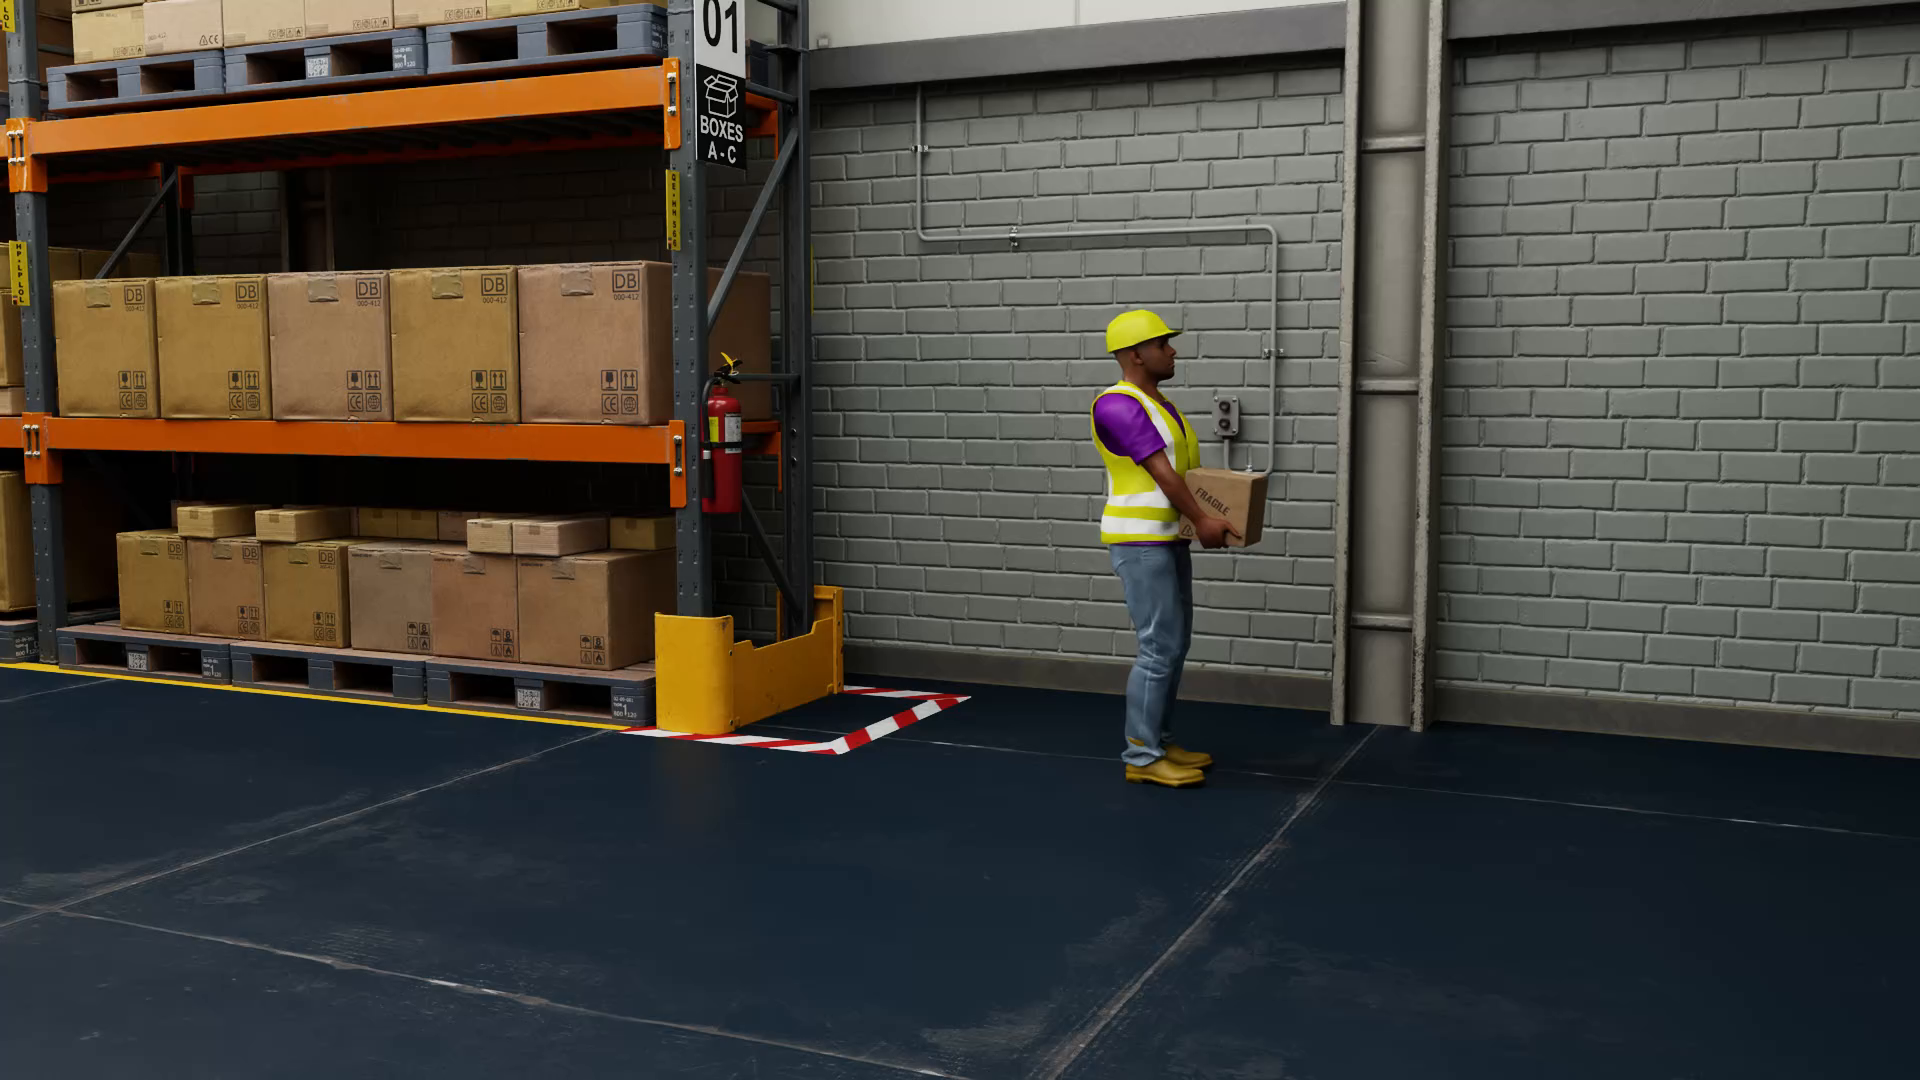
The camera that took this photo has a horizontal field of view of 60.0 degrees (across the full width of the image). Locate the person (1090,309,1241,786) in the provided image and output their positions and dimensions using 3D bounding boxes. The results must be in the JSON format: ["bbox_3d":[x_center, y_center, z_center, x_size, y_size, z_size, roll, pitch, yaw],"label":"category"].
[{"bbox_3d":[0.809,0.021,6.239,0.577,1.761,0.502,2,6,24],"label":"person"}]
